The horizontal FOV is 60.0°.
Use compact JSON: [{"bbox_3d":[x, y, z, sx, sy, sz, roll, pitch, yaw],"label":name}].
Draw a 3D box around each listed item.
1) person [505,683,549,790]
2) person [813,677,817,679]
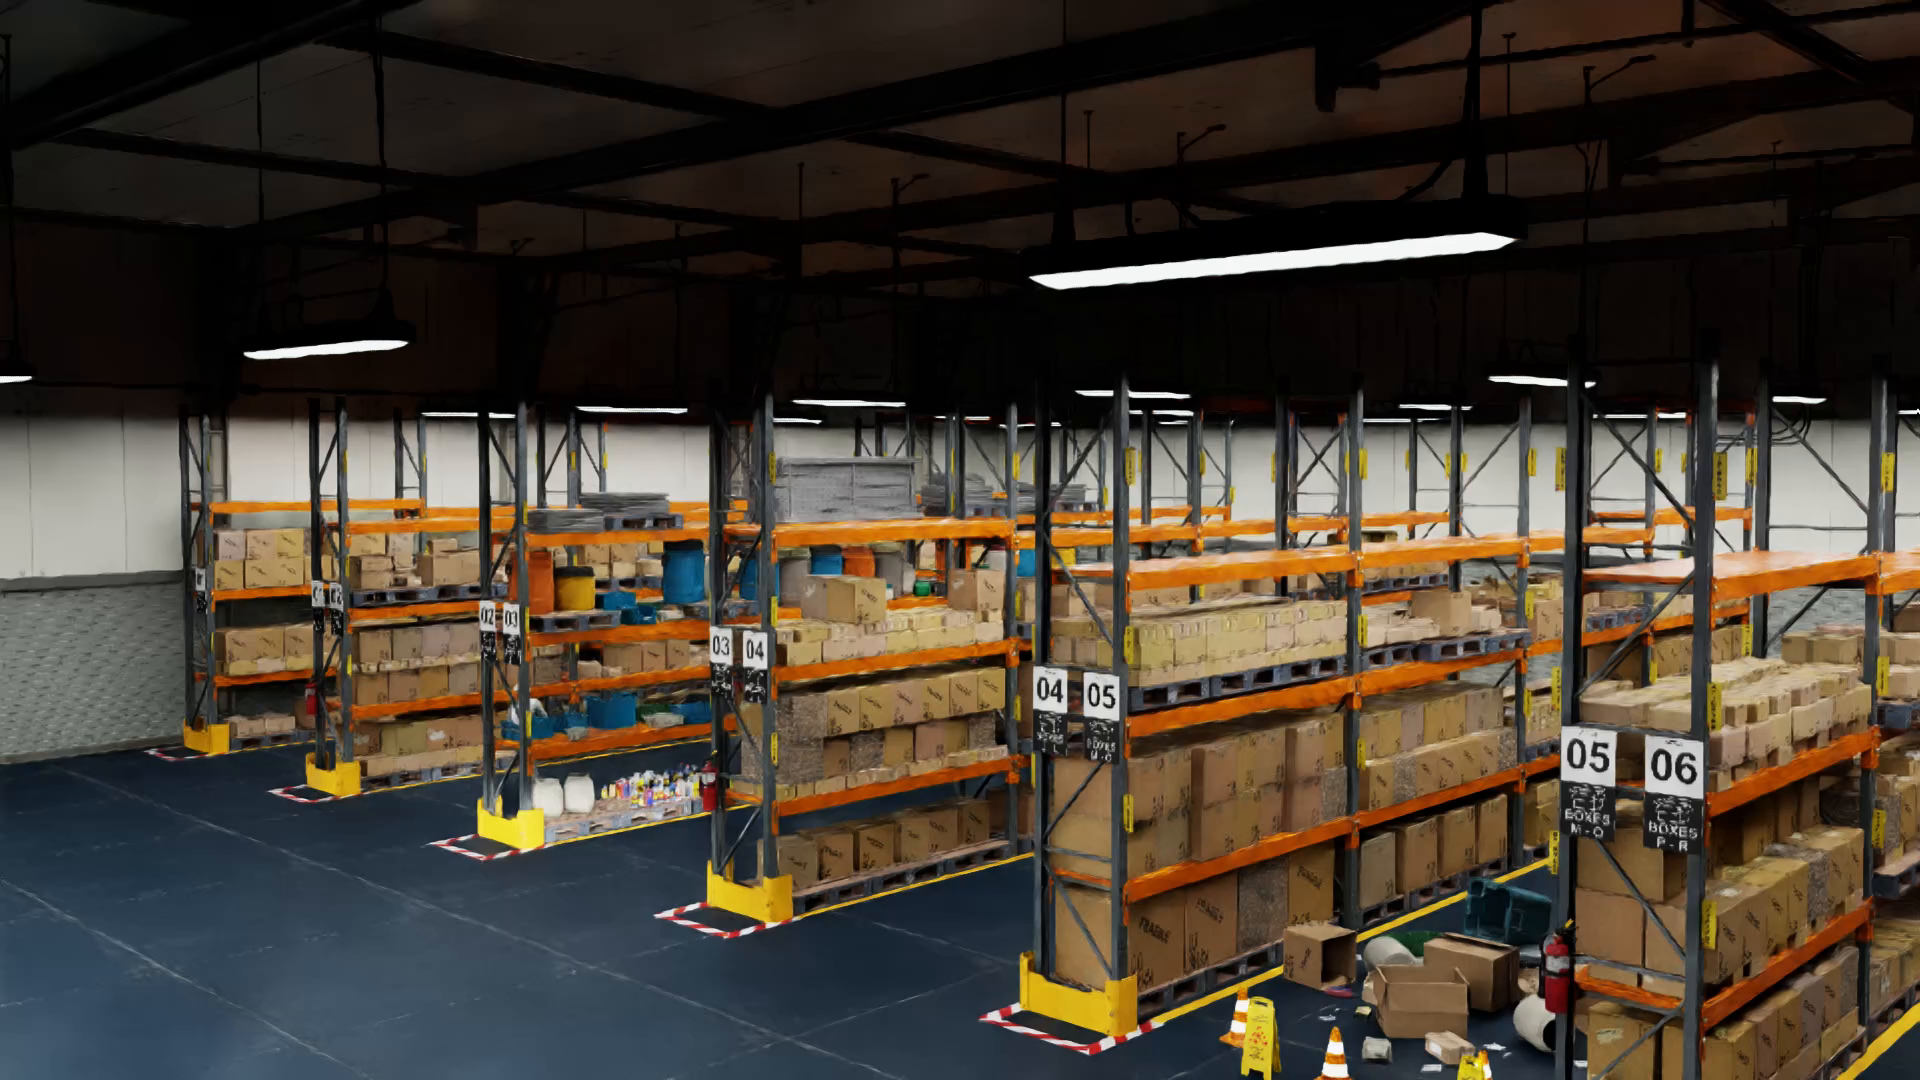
[{"bbox_3d":[-6.534,2.974,25.203,0.679,1.713,0.830,1,3,25],"label":"person"},{"bbox_3d":[-2.895,2.735,30.183,0.538,1.664,1.014,2,4,35],"label":"person"}]
